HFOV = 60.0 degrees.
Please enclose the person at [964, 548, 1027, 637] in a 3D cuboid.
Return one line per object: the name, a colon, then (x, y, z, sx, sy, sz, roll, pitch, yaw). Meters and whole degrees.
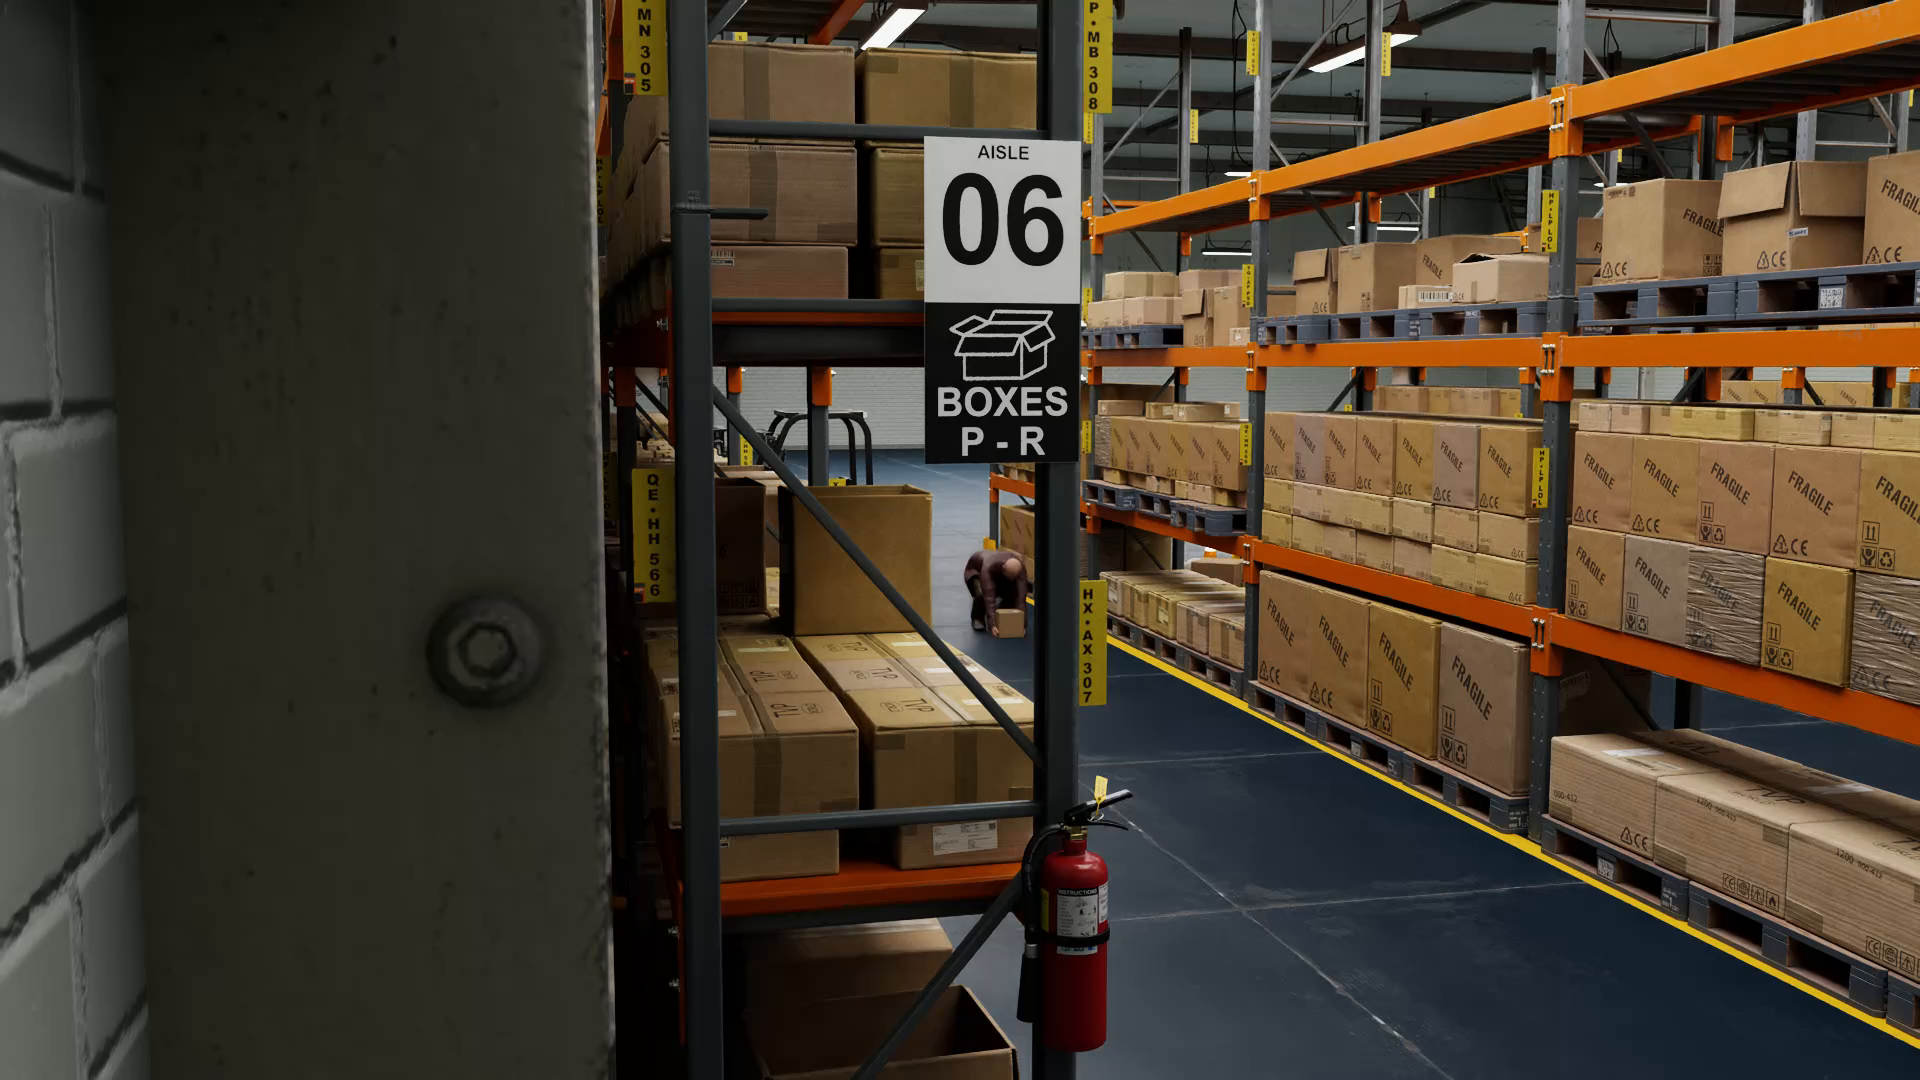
person: (0.368, 0.514, 16.679, 0.581, 0.836, 0.951, -2, 6, -19)
